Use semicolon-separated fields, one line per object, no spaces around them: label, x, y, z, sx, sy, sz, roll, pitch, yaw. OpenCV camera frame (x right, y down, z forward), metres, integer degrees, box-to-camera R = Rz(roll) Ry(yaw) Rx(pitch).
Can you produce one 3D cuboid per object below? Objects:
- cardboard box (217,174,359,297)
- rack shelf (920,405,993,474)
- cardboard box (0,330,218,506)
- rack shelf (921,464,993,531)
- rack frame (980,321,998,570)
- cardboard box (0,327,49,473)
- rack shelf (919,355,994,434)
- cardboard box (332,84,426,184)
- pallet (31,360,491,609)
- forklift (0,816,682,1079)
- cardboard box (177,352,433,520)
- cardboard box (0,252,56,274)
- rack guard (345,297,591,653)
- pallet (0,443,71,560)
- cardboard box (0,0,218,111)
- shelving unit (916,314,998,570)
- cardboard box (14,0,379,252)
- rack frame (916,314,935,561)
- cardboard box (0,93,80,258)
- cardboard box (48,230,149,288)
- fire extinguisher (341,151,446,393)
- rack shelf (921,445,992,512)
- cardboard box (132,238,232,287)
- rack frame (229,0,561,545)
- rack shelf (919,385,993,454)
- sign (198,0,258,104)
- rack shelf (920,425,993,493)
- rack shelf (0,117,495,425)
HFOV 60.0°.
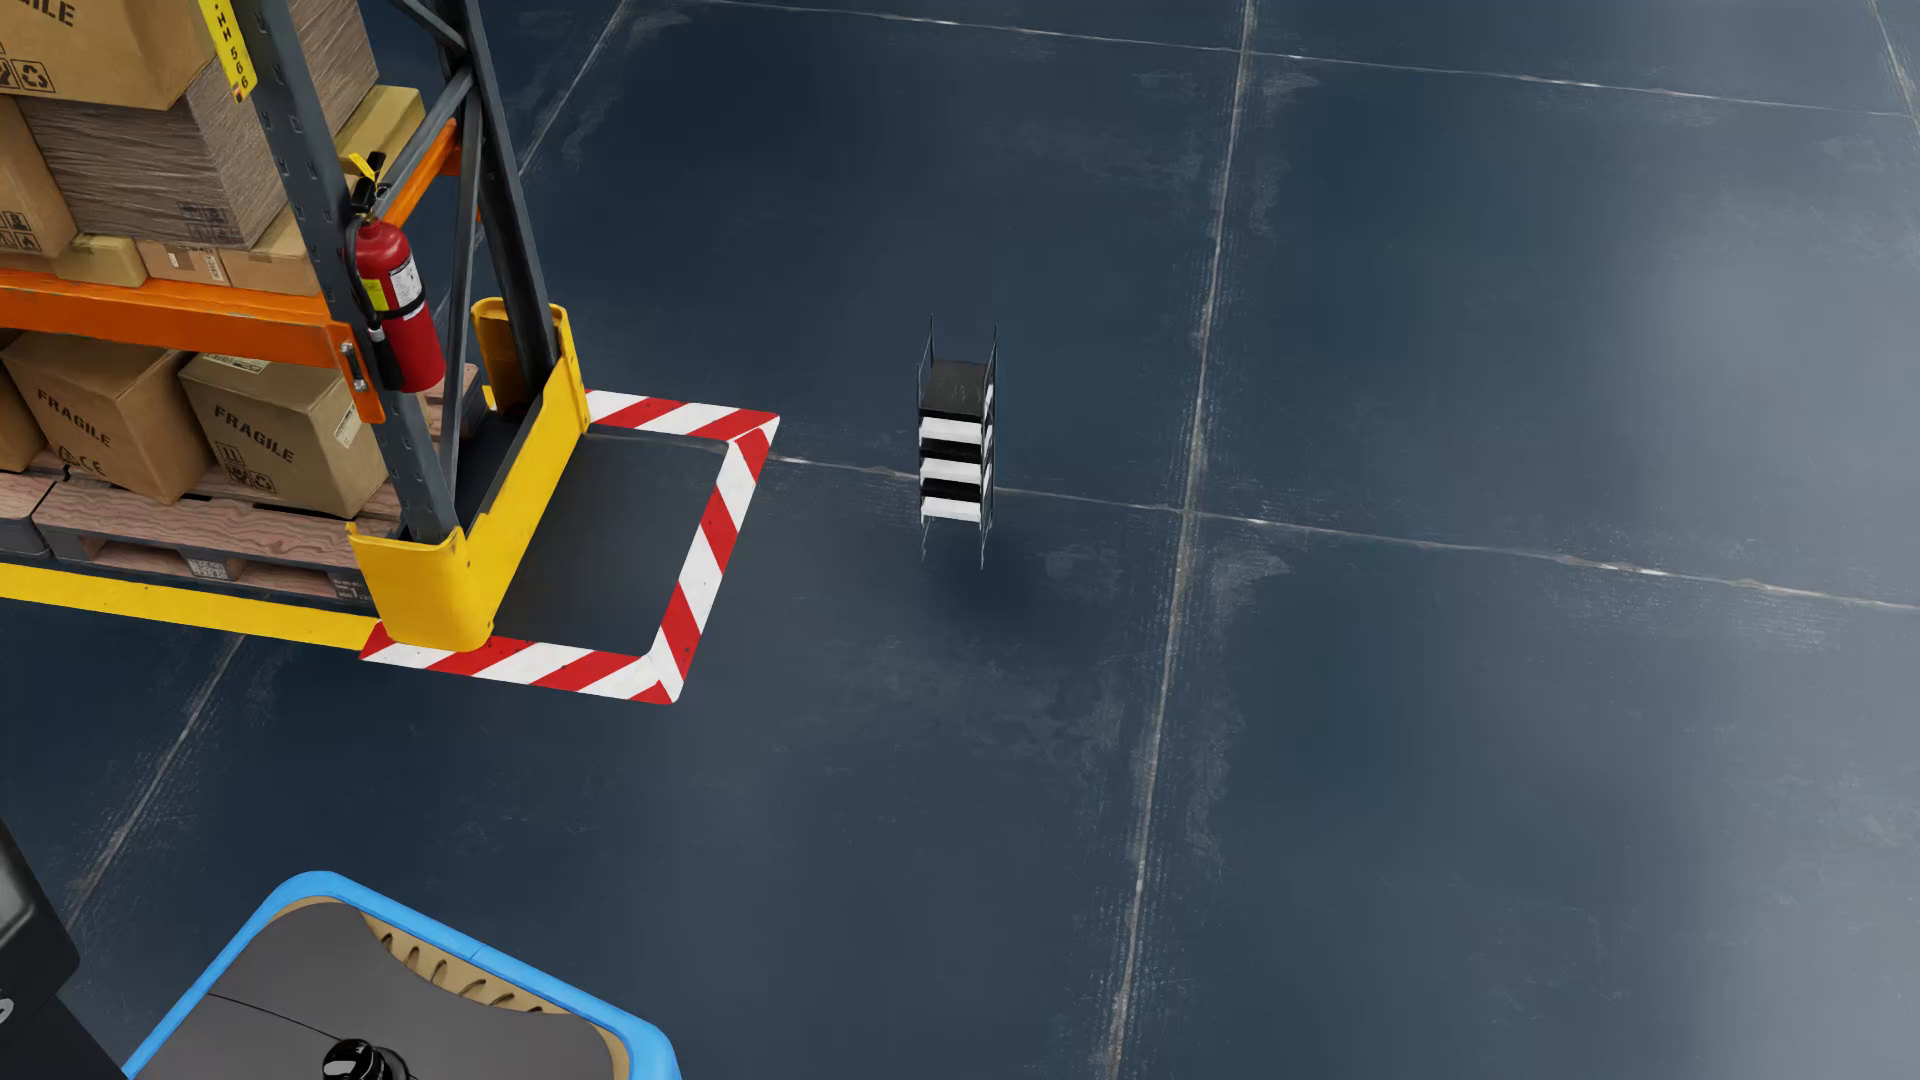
cardboard box;-1.871;-0.871;4.685;0.250;0.149;0.380;8;49;7
rack shelf;-0.008;-0.340;5.374;0.200;0.077;0.258;8;49;7
cardboard box;-2.759;-0.523;5.601;0.500;0.500;0.500;19;51;17
rack shelf;-0.008;-0.159;5.575;0.200;0.077;0.258;8;49;7
rack frame;0.092;-0.288;5.404;0.006;0.900;0.240;8;49;7
cardboard box;-3.372;-0.619;5.688;0.500;0.500;0.500;12;49;10
rack shelf;-0.008;-0.460;5.240;0.200;0.077;0.258;8;49;7
cardboard box;-1.791;-1.197;4.978;0.250;0.149;0.380;8;49;7
pallet;-2.421;-0.280;5.860;1.213;0.211;1.003;8;49;7
forklift;-1.661;1.592;2.349;1.130;2.935;3.031;20;51;17
cardboard box;-2.165;-0.469;5.553;0.500;0.500;0.500;16;50;14
cardboard box;-2.615;-0.945;4.751;0.250;0.149;0.380;8;49;7
rack guard;-1.628;-0.243;5.633;0.348;0.500;1.175;8;49;7
pallet;-3.618;-0.443;6.006;1.213;0.211;1.003;8;49;7
cardboard box;-2.139;-1.428;4.077;0.500;0.500;0.500;8;49;7
shelving unit;-0.008;-0.302;5.416;0.210;0.900;0.258;8;49;7
cardboard box;-2.090;-1.295;4.629;0.500;0.500;0.875;8;49;7
rack frame;-0.108;-0.315;5.428;0.006;0.900;0.240;8;49;7
cardboard box;-2.603;-1.273;4.610;0.500;0.500;0.875;8;49;7
cardboard box;-2.372;-0.900;4.711;0.250;0.149;0.380;8;49;7
fire extinguisher;-1.523;-0.691;4.406;0.183;0.674;0.296;8;49;7
rack shelf;-0.008;-0.219;5.508;0.200;0.077;0.258;8;49;7
cardboard box;-2.117;-0.905;4.715;0.250;0.149;0.380;8;49;7
rack frame;-1.553;-1.069;4.694;0.127;3.000;1.000;8;49;7
rack shelf;-0.008;-0.400;5.307;0.200;0.077;0.258;8;49;7
sign;-1.672;-1.158;3.783;0.005;0.325;0.100;8;49;7
rack shelf;-0.008;-0.280;5.441;0.200;0.077;0.258;8;49;7
rack shelf;-3.522;-1.093;5.199;4.000;0.370;1.077;8;49;7
